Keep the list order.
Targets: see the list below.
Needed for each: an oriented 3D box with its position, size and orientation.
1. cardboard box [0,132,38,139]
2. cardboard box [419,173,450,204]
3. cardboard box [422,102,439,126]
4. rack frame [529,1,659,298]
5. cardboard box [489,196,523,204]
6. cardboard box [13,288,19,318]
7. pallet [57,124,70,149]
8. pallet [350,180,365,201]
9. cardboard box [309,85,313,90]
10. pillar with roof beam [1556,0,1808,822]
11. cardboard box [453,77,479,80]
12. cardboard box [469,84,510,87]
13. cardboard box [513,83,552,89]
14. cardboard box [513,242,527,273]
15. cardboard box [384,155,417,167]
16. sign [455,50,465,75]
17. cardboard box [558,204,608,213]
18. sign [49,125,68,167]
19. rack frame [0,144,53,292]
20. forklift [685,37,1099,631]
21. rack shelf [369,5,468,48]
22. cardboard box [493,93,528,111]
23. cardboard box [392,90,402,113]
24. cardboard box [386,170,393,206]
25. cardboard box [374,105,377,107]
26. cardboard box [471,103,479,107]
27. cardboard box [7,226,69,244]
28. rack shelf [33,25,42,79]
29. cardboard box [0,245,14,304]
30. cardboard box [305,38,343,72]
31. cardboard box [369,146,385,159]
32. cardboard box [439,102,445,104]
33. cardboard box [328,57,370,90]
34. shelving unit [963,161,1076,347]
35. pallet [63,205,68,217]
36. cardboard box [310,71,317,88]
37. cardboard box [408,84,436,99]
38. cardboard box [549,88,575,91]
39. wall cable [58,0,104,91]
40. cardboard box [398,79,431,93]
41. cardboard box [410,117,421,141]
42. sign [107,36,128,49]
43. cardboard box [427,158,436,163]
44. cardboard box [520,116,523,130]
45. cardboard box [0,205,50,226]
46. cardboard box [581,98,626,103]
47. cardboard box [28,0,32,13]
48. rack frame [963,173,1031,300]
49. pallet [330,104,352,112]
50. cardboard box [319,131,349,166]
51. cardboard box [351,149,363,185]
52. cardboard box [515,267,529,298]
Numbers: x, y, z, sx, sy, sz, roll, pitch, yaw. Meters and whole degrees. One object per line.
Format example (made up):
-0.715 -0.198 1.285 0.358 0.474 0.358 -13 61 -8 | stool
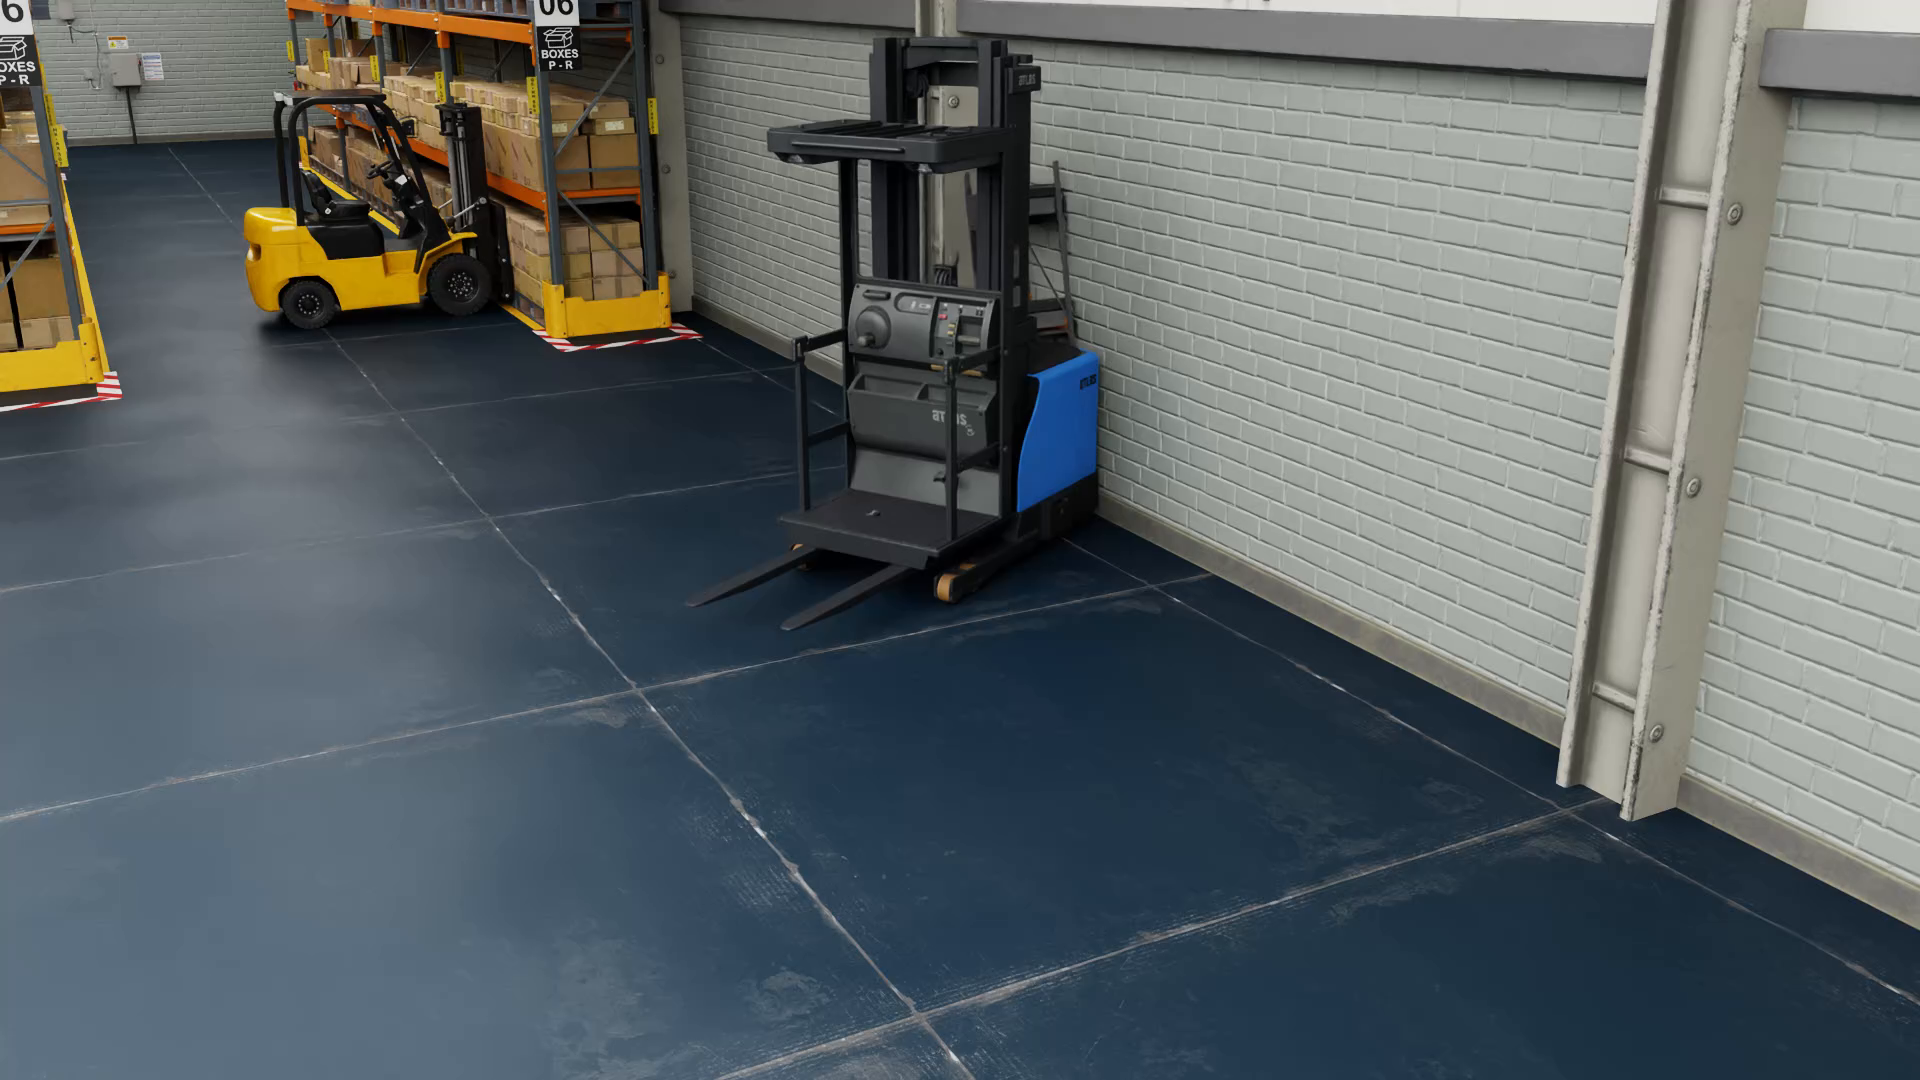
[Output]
-7.980 -3.197 14.189 0.500 0.500 0.500 -9 21 -25 | cardboard box
-6.261 -4.264 20.886 0.875 0.625 0.625 -11 22 -29 | cardboard box
-5.992 -5.014 19.526 0.500 0.250 0.500 -11 22 -28 | cardboard box
-3.384 -3.452 15.537 1.000 3.000 0.127 -10 21 -27 | rack frame
-4.849 -3.495 17.700 0.500 0.250 0.500 -9 21 -25 | cardboard box
-9.089 -2.215 15.522 0.500 0.250 0.500 -10 22 -27 | cardboard box
-11.117 -4.700 19.448 1.213 0.211 1.003 -10 21 -27 | pallet
-8.662 -5.351 25.315 1.003 0.211 1.213 -10 21 -27 | pallet
-10.499 -7.412 27.398 0.380 0.149 0.250 -11 22 -28 | cardboard box
-1.011 -2.516 3.627 9.100 9.000 0.400 -10 21 -27 | pillar with roof beam
-6.380 -5.839 21.307 0.380 0.149 0.250 -10 22 -28 | cardboard box
-5.060 -4.825 17.911 0.380 0.149 0.250 -10 22 -28 | cardboard box
-4.645 -4.898 18.123 0.380 0.149 0.250 -10 22 -27 | cardboard box
-4.119 -2.824 16.522 0.500 0.250 0.500 -10 22 -27 | cardboard box
-7.640 -5.175 22.723 0.380 0.149 0.250 -11 22 -29 | cardboard box
-6.696 -6.383 22.256 0.100 0.325 0.005 -10 21 -27 | sign
-3.914 -3.279 17.074 0.500 0.250 0.500 -10 21 -27 | cardboard box
-7.273 -3.176 13.408 0.100 0.325 0.005 -10 21 -27 | sign
-7.747 -2.683 13.307 0.949 2.616 0.053 -10 21 -27 | rack frame
-0.330 -1.210 9.146 1.130 2.935 3.031 11 22 30 | forklift
-6.233 -6.252 20.157 1.077 0.370 4.000 -10 21 -27 | rack shelf
-4.433 -4.368 16.587 0.380 0.149 0.250 -10 21 -26 | cardboard box
-6.950 -5.605 21.240 0.500 0.250 0.500 -9 21 -25 | cardboard box
-7.572 -4.854 22.787 0.500 0.500 0.500 -9 21 -25 | cardboard box
-7.832 -5.958 22.539 0.380 0.149 0.250 -10 21 -26 | cardboard box
-4.915 -4.520 17.483 0.380 0.149 0.250 -10 22 -27 | cardboard box
-8.646 -2.663 15.673 0.500 0.500 0.500 -9 21 -24 | cardboard box
-8.700 -4.334 14.598 1.077 0.370 4.000 -10 21 -27 | rack shelf
-8.611 -2.274 14.546 0.500 0.500 0.500 -9 21 -25 | cardboard box
-10.290 -7.867 26.955 0.500 0.500 0.500 -9 21 -25 | cardboard box
-8.245 -5.560 23.839 0.380 0.149 0.250 -11 22 -29 | cardboard box
-5.779 -5.089 19.134 0.380 0.149 0.250 -10 22 -27 | cardboard box
-9.049 -6.969 24.933 0.700 0.500 0.500 -9 21 -25 | cardboard box
0.425 -1.312 10.613 0.431 2.100 0.503 -11 10 -27 | shelving unit
-12.432 -4.248 22.120 1.003 0.211 1.213 -10 21 -27 | pallet
-10.258 -7.510 27.070 0.500 0.250 0.500 -11 22 -28 | cardboard box
-6.468 -5.444 20.163 0.380 0.149 0.250 -11 22 -28 | cardboard box
-4.193 -4.600 17.260 0.380 0.149 0.250 -9 21 -25 | cardboard box
-16.803 -9.594 31.778 0.588 1.984 0.122 -10 21 -27 | wall cable
-6.883 -5.746 21.037 0.380 0.149 0.250 -10 21 -26 | cardboard box
-6.457 -5.071 20.460 0.500 0.250 0.500 -9 21 -25 | cardboard box
-16.275 -9.615 32.132 0.339 0.242 0.001 -10 21 -27 | sign
-7.156 -5.270 23.000 0.380 0.149 0.250 -9 21 -24 | cardboard box
-4.012 -4.015 16.020 0.380 0.149 0.250 -10 21 -26 | cardboard box
-7.729 -2.693 13.722 0.380 0.149 0.250 -10 21 -26 | cardboard box
-3.426 -4.162 15.991 0.380 0.149 0.250 -9 21 -25 | cardboard box
-7.755 -4.355 13.330 0.500 0.250 0.500 -10 22 -28 | cardboard box
0.309 -1.334 10.827 0.400 2.100 0.015 -11 10 -27 | rack frame
-8.799 -6.560 24.838 1.003 0.211 1.213 -10 21 -27 | pallet
-10.240 -6.453 27.422 0.500 0.500 0.500 -10 21 -26 | cardboard box
-8.789 -5.589 24.917 0.500 0.500 0.500 -10 22 -27 | cardboard box
-4.113 -2.581 16.584 0.500 0.250 0.500 -10 21 -27 | cardboard box
